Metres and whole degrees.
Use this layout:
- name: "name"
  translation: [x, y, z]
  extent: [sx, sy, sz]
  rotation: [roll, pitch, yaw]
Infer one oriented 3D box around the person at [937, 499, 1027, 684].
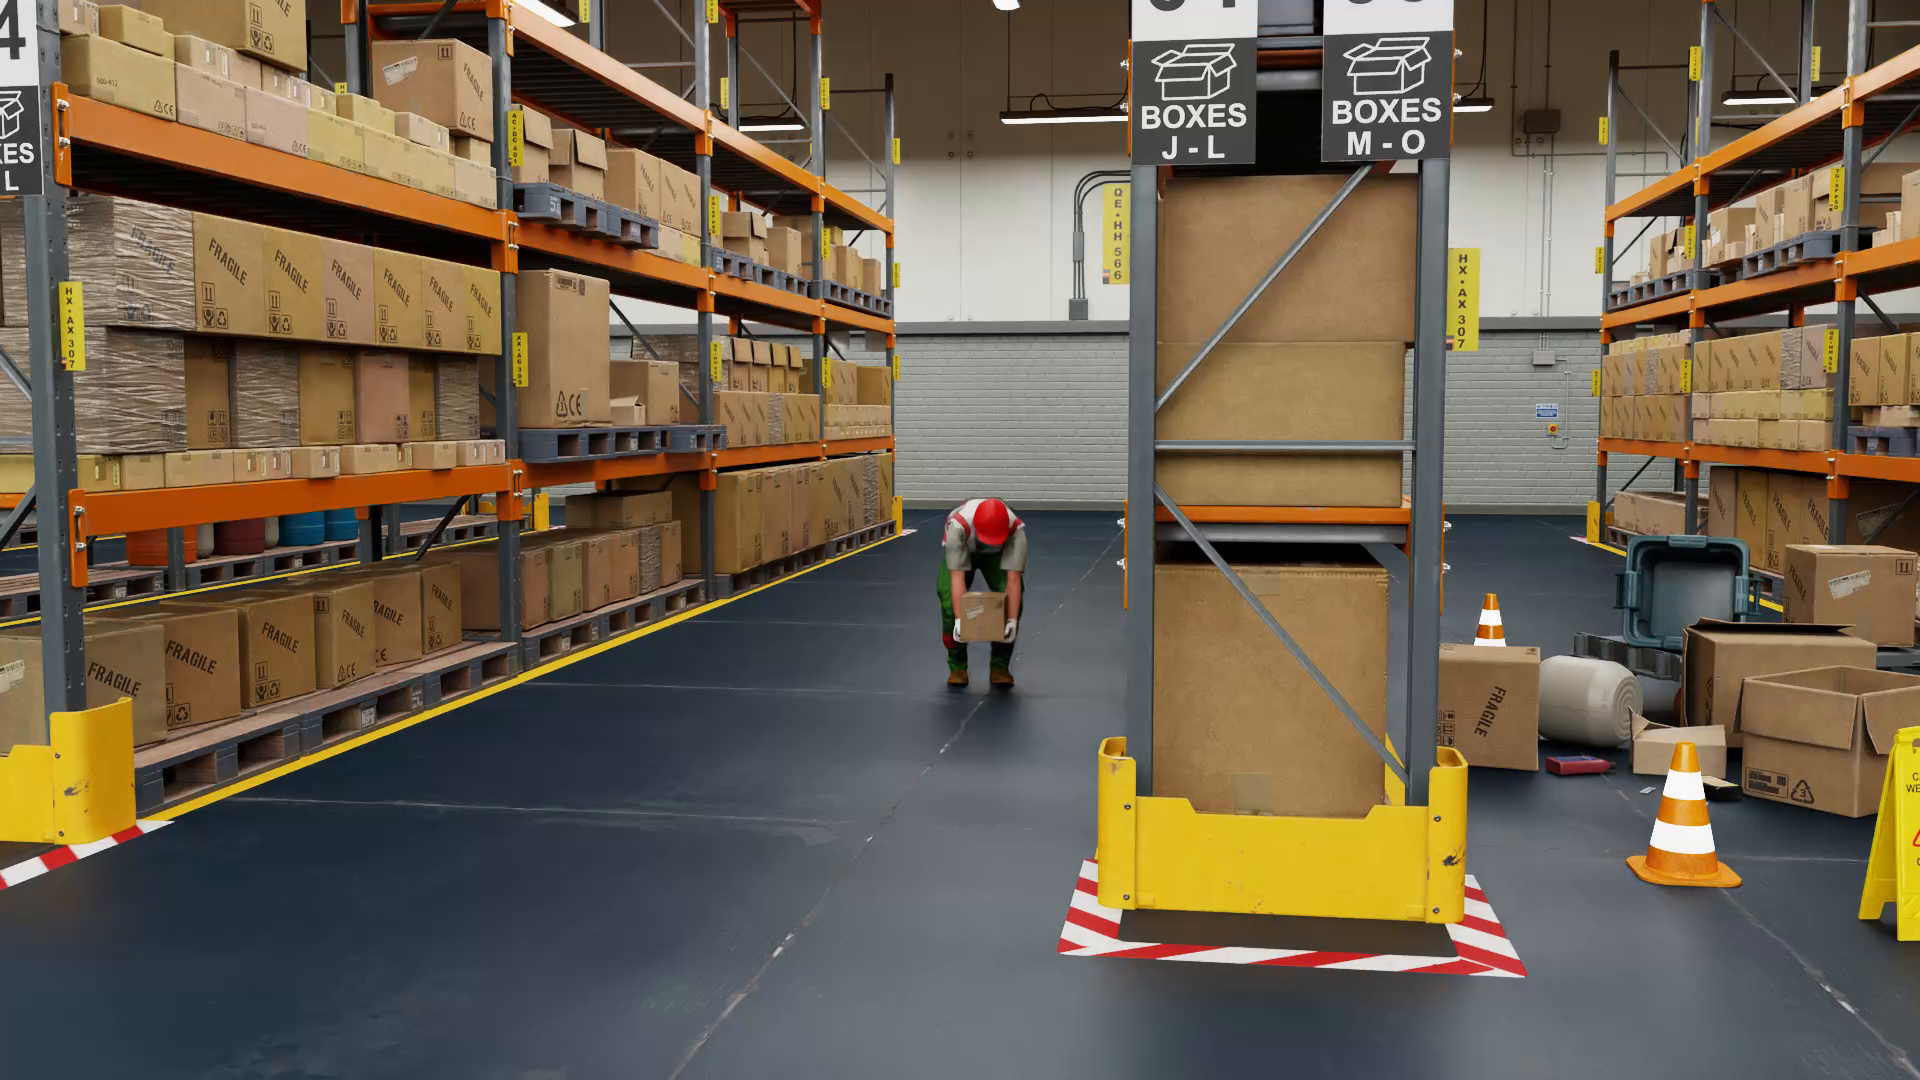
- name: "person"
  translation: [0.137, 0.304, 9.726]
  extent: [0.523, 1.132, 0.951]
  rotation: [0, 4, -6]
